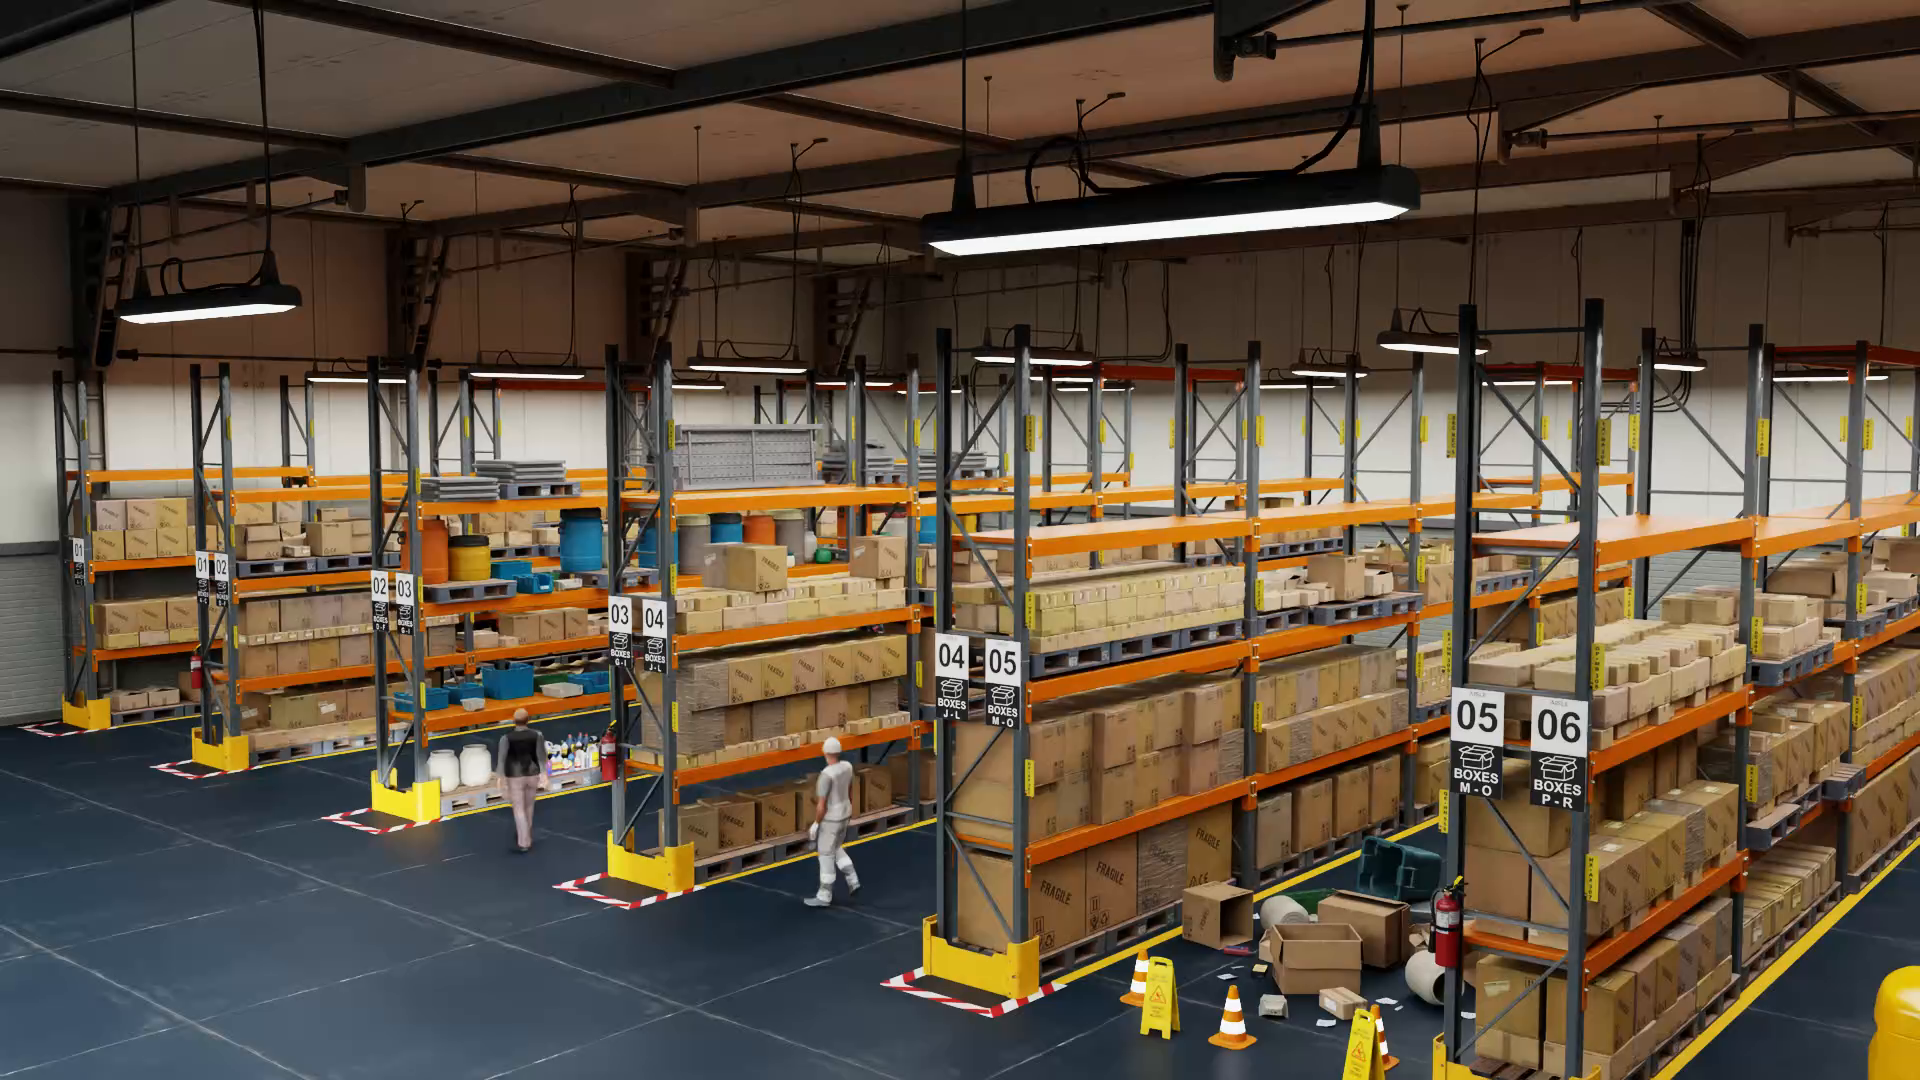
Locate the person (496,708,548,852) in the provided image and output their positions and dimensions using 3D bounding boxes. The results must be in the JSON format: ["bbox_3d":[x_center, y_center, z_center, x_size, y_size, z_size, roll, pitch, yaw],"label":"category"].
[{"bbox_3d":[-5.342,2.864,20.057,0.628,1.718,0.567,4,5,41],"label":"person"}]

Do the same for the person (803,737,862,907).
[{"bbox_3d":[-1.349,2.982,17.726,0.523,1.789,0.623,2,4,22],"label":"person"}]
